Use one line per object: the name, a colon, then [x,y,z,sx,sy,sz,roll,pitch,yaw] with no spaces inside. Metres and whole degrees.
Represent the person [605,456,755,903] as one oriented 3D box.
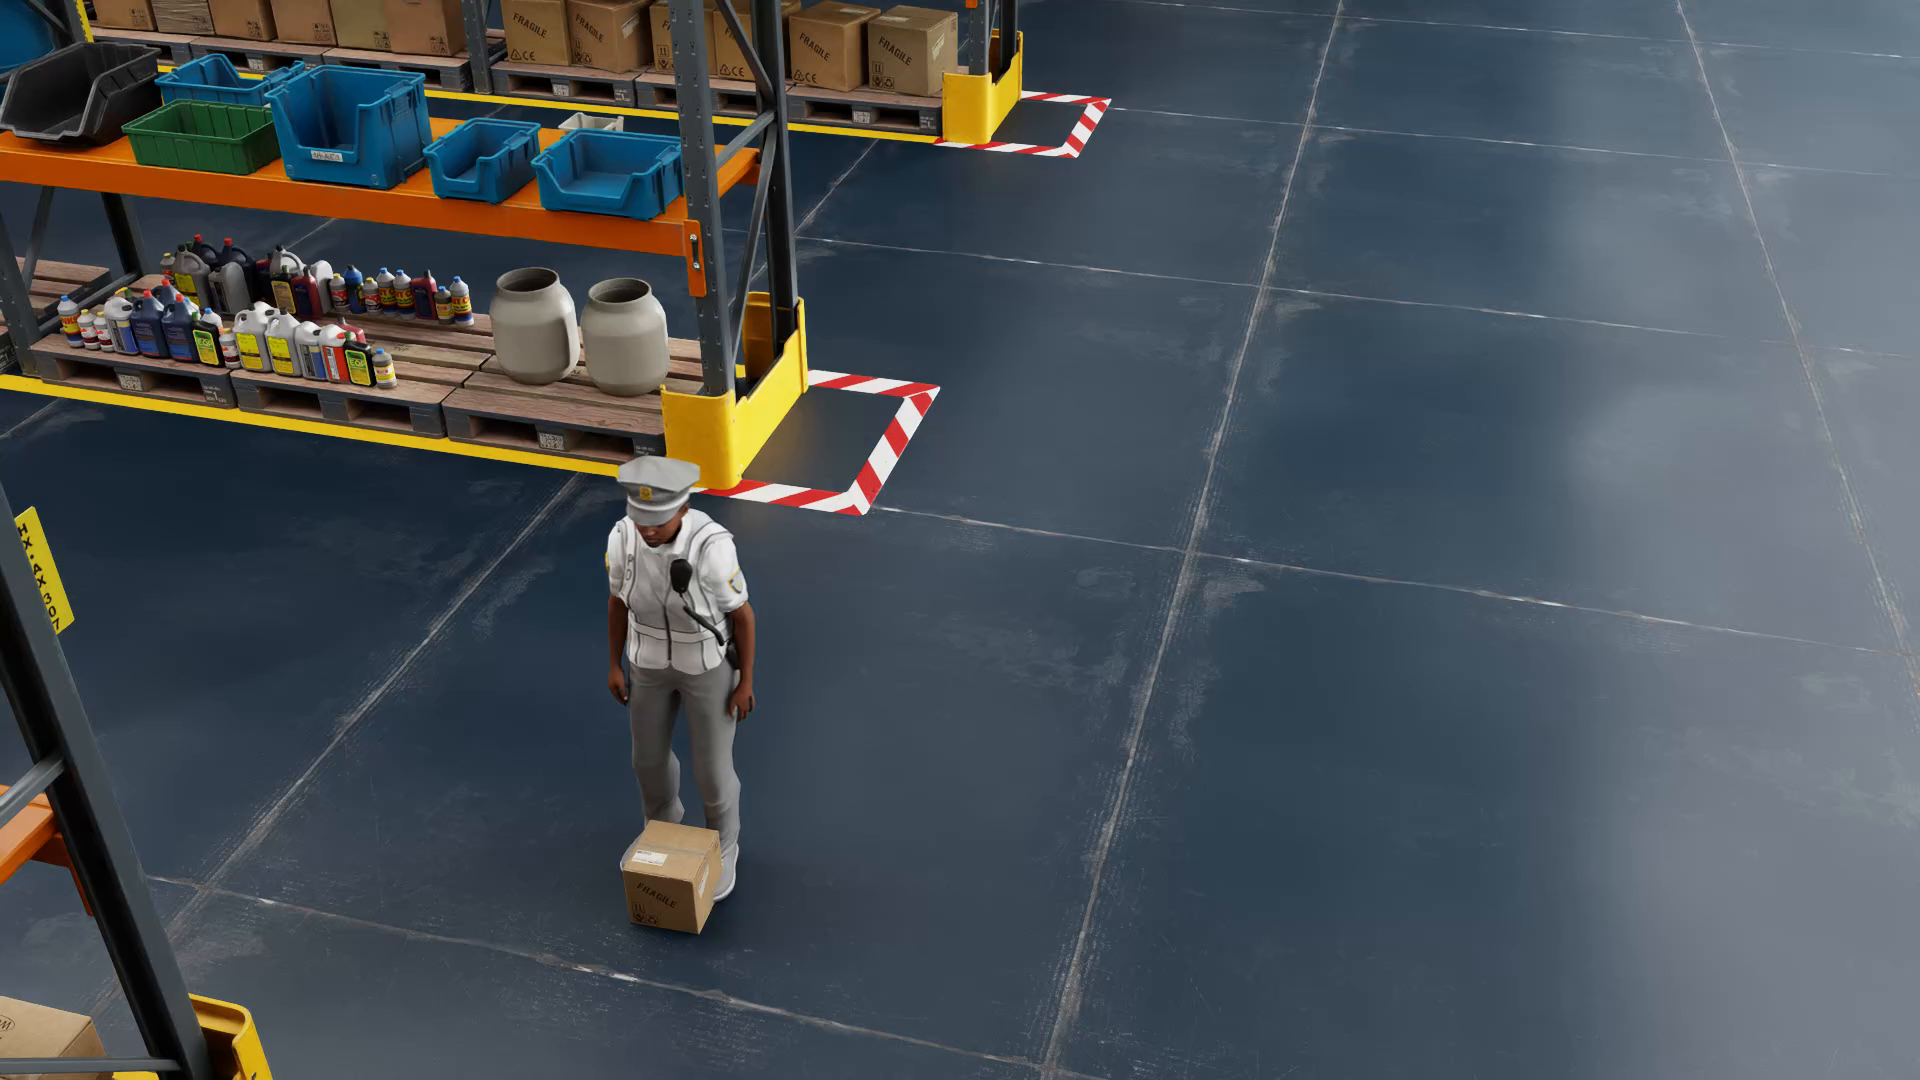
person: [-0.924,0.444,5.467,0.521,1.648,0.417,7,34,11]
